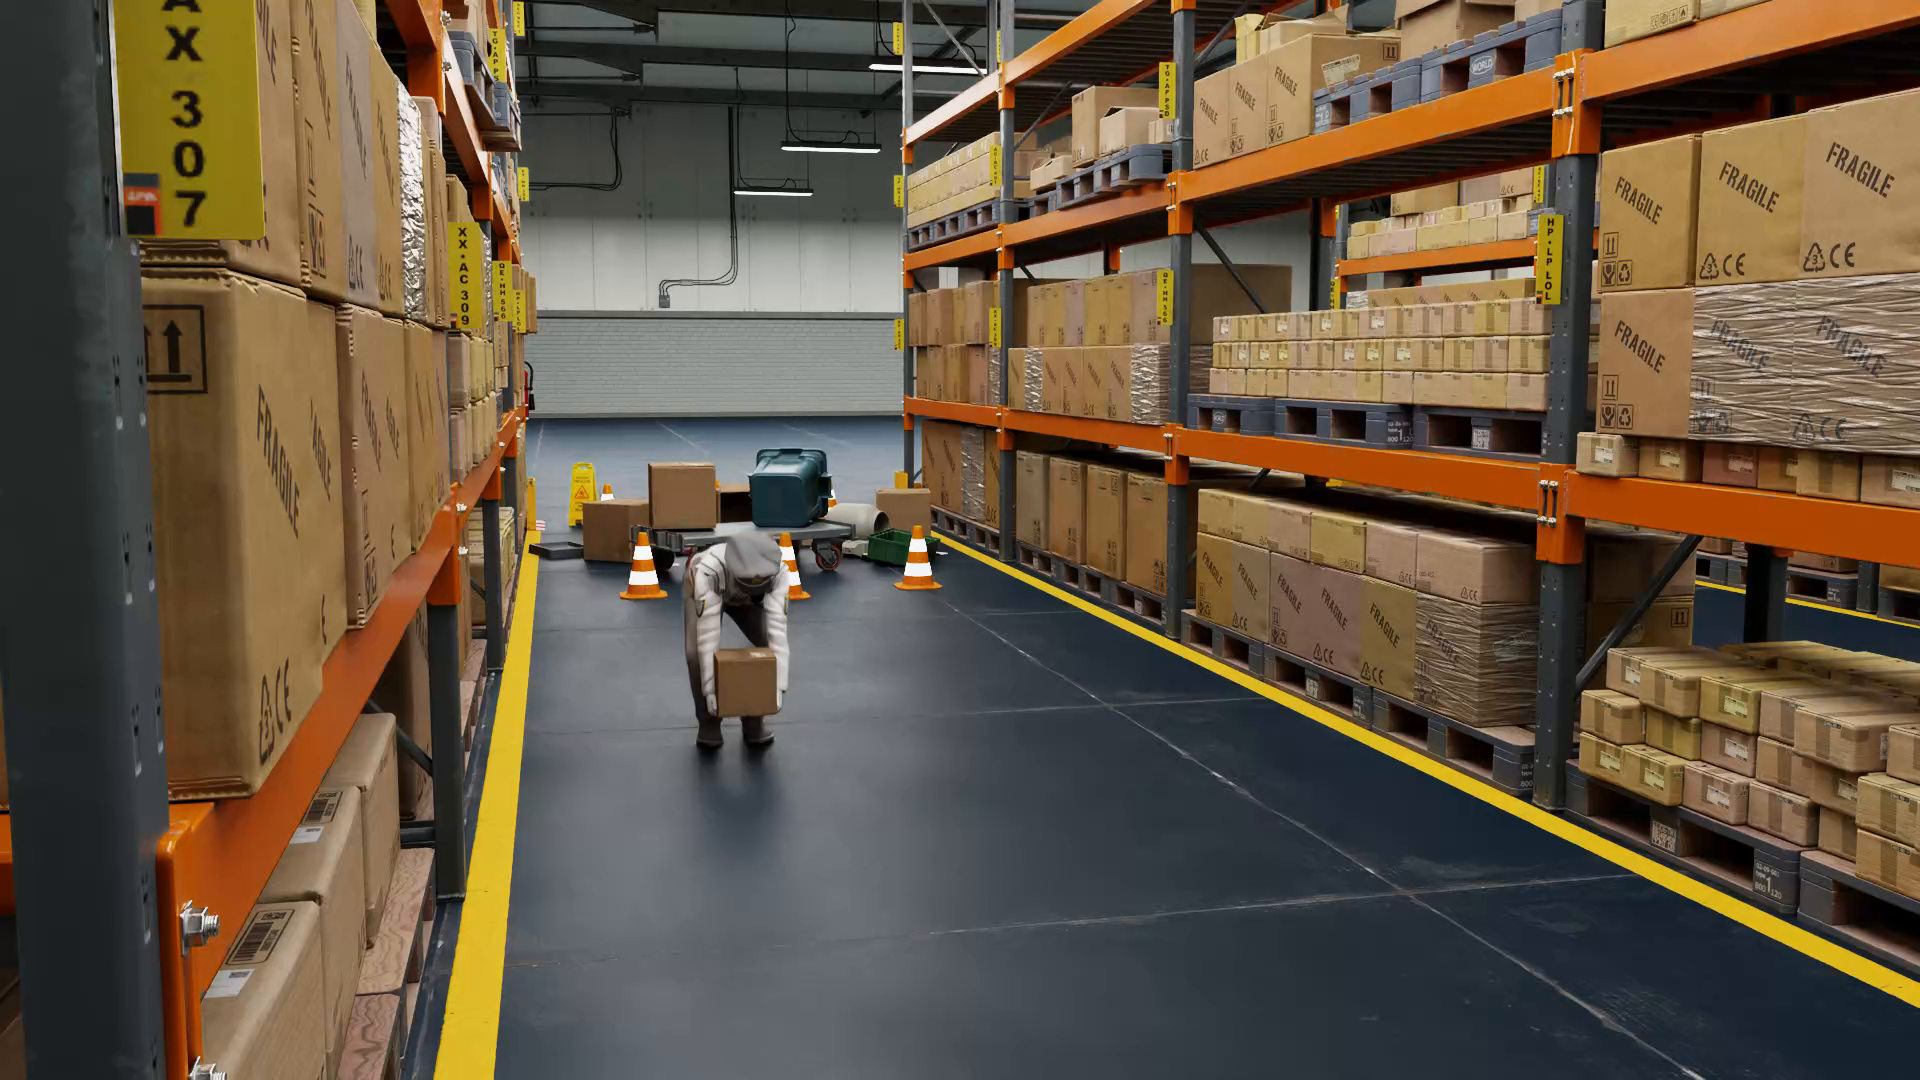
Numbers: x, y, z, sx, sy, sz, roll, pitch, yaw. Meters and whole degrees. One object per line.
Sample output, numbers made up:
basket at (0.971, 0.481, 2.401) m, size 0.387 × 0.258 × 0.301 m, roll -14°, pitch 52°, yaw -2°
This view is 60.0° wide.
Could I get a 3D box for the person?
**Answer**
person at (-0.994, 0.425, 7.386) m, size 0.448 × 0.995 × 0.911 m, roll -2°, pitch 6°, yaw -16°
